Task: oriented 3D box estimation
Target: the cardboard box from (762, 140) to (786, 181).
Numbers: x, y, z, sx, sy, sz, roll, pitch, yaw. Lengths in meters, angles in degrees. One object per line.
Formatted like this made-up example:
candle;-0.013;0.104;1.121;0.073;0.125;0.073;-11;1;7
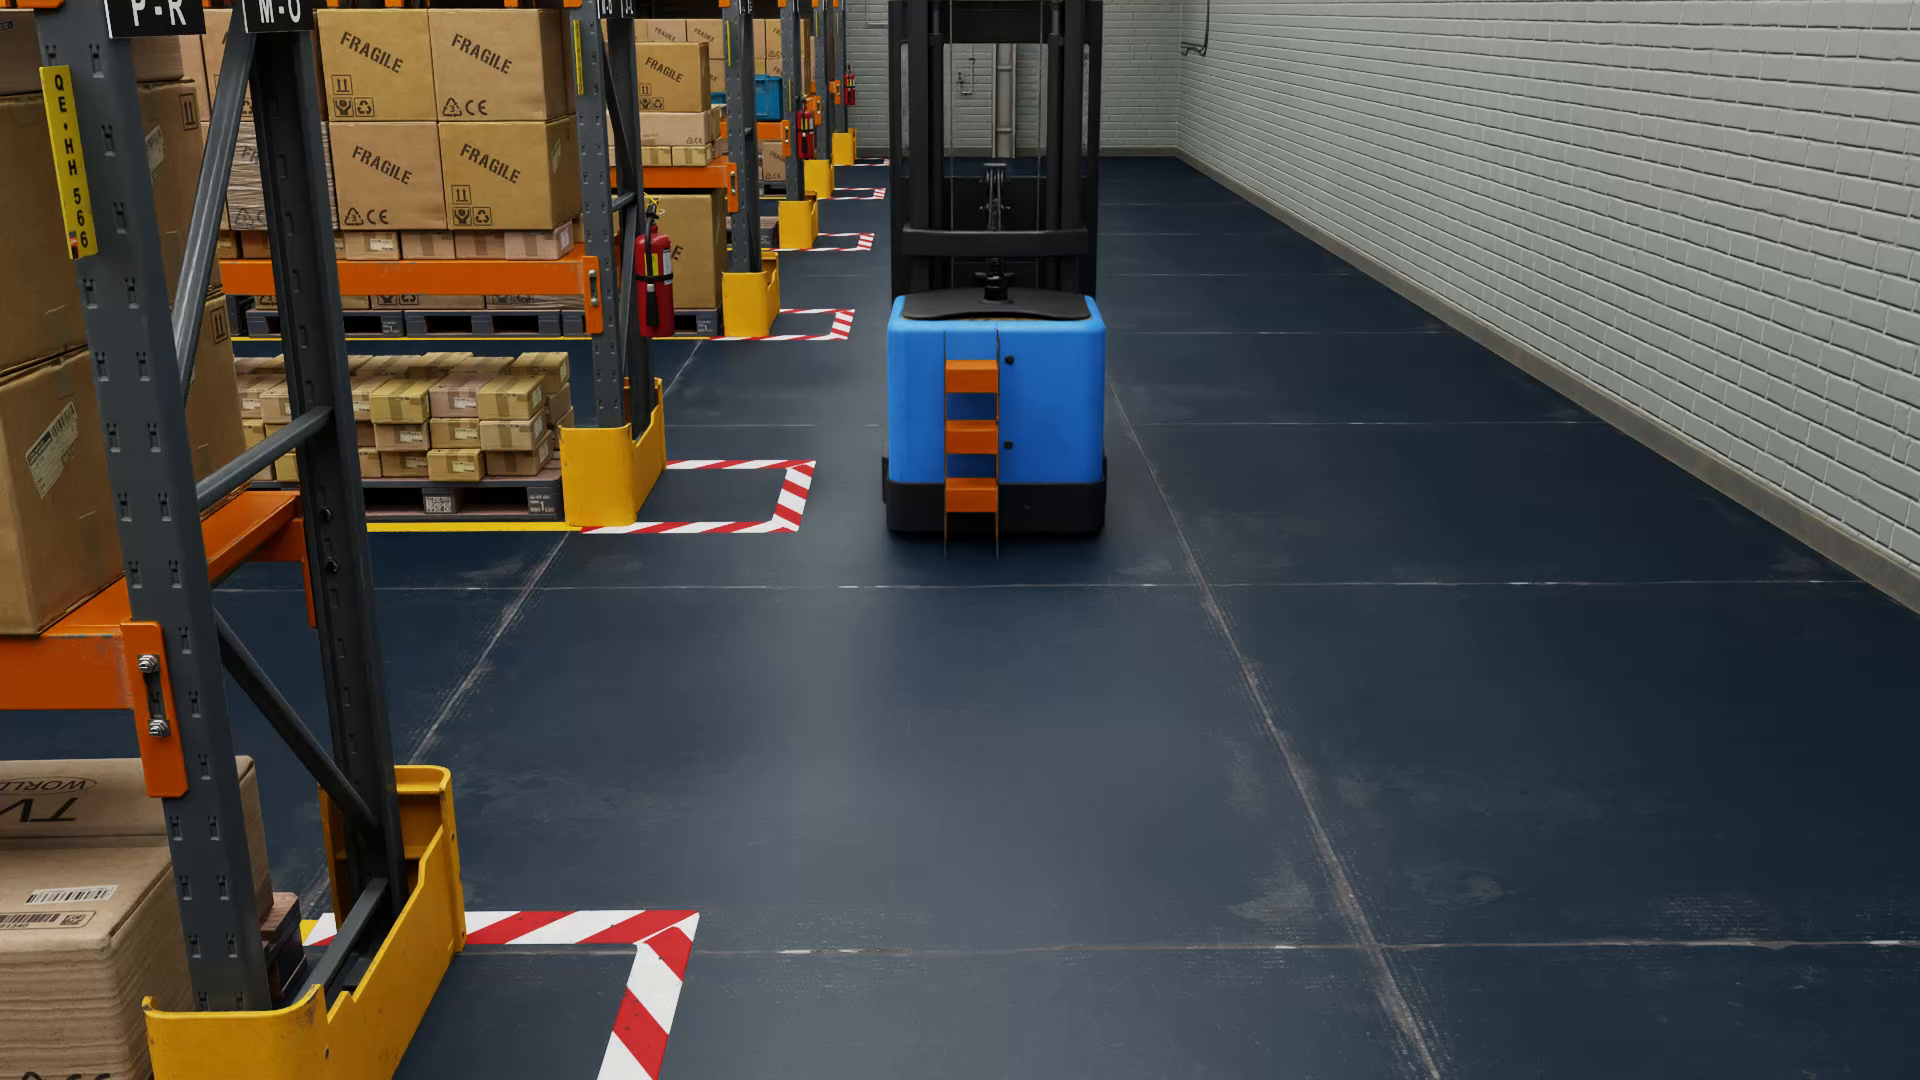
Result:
cardboard box;-2.400;-5.155;22.580;0.500;0.500;0.500;0;18;-1

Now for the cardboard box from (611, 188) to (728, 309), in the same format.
cardboard box;-2.347;-2.349;13.251;0.875;0.875;0.875;0;18;-1

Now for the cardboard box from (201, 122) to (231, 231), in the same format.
cardboard box;-3.697;-1.776;8.022;0.500;0.500;0.500;1;18;2

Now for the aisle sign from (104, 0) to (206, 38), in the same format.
aisle sign;-1.475;-1.305;2.950;0.004;0.787;0.394;0;18;-1

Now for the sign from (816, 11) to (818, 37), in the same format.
sign;-1.872;-6.746;21.754;0.005;0.325;0.100;0;18;-1

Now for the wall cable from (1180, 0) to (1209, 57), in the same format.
wall cable;3.718;-9.023;26.527;0.112;2.526;3.097;0;18;-1

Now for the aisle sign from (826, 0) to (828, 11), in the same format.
aisle sign;-1.797;-7.542;22.391;0.004;0.787;0.394;0;18;-1

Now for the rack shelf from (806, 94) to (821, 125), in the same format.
rack shelf;-3.860;-5.862;22.588;4.000;0.370;1.077;0;18;-1

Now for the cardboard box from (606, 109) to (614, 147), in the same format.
cardboard box;-2.696;-3.173;12.787;0.500;0.250;0.500;-1;18;-2

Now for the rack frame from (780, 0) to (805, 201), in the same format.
rack frame;-1.786;-4.701;17.792;0.127;3.000;1.000;0;18;-1

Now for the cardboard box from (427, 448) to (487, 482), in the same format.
cardboard box;-2.509;-0.417;8.417;0.250;0.149;0.380;0;18;1

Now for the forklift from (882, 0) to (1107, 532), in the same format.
forklift;0.179;-1.828;8.947;1.130;2.935;3.031;0;18;0

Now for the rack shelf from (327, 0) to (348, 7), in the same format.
rack shelf;-11.941;-8.764;26.725;4.000;0.370;1.077;0;18;-1

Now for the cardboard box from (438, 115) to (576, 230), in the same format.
cardboard box;-2.176;-1.781;8.040;0.500;0.500;0.500;0;18;0

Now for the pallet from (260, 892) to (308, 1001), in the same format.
pallet;-2.350;1.194;3.980;1.213;0.211;1.003;0;18;-1

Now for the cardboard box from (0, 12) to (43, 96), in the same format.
cardboard box;-1.907;-0.931;3.178;0.250;0.149;0.380;0;18;0

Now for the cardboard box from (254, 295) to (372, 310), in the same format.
cardboard box;-5.046;-2.336;13.210;0.875;0.875;0.875;0;18;-1

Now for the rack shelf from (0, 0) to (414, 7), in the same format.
rack shelf;-7.785;-5.758;17.353;4.000;0.370;1.077;0;18;-1

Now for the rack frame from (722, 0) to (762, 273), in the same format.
rack frame;-1.708;-3.188;13.076;0.127;3.000;1.000;0;18;-1

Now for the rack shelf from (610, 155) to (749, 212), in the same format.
rack shelf;-3.708;-2.836;13.156;4.000;0.370;1.077;0;18;-1

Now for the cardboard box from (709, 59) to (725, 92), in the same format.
cardboard box;-3.322;-6.172;22.213;0.500;0.500;0.500;0;18;0

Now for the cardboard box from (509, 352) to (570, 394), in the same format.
cardboard box;-2.260;-0.900;8.948;0.250;0.149;0.380;-1;18;-3

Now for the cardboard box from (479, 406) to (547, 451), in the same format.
cardboard box;-2.254;-0.567;8.398;0.250;0.149;0.380;-1;18;-2

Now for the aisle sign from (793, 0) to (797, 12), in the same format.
aisle sign;-1.710;-5.850;17.117;0.004;0.787;0.394;0;18;-1

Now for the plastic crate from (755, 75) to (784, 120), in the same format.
plastic crate;-2.118;-4.688;17.594;0.499;0.435;0.616;0;18;-1

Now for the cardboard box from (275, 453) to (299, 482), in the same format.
cardboard box;-3.276;-0.417;8.415;0.250;0.149;0.380;-1;18;-3

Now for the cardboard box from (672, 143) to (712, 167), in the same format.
cardboard box;-2.059;-2.966;12.796;0.250;0.149;0.380;0;18;0

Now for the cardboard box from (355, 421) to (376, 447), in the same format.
cardboard box;-3.044;-0.594;8.483;0.250;0.149;0.380;0;18;-2

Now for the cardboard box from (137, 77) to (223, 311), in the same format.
cardboard box;-2.036;-0.770;3.737;0.500;0.500;0.500;-1;18;-2

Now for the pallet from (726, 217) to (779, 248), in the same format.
pallet;-2.611;-3.381;18.242;1.213;0.211;1.003;0;18;-1

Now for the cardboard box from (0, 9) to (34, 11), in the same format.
cardboard box;-4.253;-2.247;7.854;0.500;0.500;0.500;0;18;0

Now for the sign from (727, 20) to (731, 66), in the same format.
sign;-1.713;-3.687;12.346;0.005;0.325;0.100;0;18;-1

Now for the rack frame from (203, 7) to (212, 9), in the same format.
rack frame;-9.860;-6.175;22.387;0.127;3.000;1.000;0;18;-1

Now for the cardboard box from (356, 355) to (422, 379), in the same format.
cardboard box;-3.034;-0.873;8.865;0.250;0.149;0.380;-1;18;-4

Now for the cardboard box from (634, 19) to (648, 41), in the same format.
cardboard box;-4.355;-6.640;22.034;0.500;0.500;0.500;-1;18;-2

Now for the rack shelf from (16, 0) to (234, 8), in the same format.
rack shelf;-3.551;-1.238;3.262;4.000;0.370;1.077;0;18;-1

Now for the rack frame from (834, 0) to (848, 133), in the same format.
rack frame;-1.943;-7.727;27.224;0.127;3.000;1.000;0;18;-1

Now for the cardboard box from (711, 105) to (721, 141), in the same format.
cardboard box;-2.192;-3.339;13.303;0.500;0.250;0.500;-1;18;-2

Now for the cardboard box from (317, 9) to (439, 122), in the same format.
cardboard box;-2.691;-2.258;7.887;0.500;0.500;0.500;-1;18;-3

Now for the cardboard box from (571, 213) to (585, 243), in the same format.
cardboard box;-2.060;-1.652;8.698;0.250;0.149;0.380;0;18;-1

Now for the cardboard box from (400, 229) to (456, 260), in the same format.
cardboard box;-2.552;-1.470;8.130;0.250;0.149;0.380;0;18;-1

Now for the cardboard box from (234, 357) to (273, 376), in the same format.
cardboard box;-3.825;-0.857;8.815;0.250;0.149;0.380;0;18;-1

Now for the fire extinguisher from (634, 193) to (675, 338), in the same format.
fire extinguisher;-1.472;-1.319;7.985;0.183;0.674;0.296;0;18;-1

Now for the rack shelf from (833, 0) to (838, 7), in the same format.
rack shelf;-3.942;-8.803;26.846;4.000;0.370;1.077;0;18;-1

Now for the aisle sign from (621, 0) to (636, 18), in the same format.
aisle sign;-1.663;-3.003;8.242;0.004;0.787;0.394;0;18;-1

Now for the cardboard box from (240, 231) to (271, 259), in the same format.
cardboard box;-3.342;-1.486;8.181;0.250;0.149;0.380;-1;18;-3

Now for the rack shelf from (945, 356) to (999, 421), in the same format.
rack shelf;0.052;-0.693;7.595;0.240;0.259;0.215;0;18;0

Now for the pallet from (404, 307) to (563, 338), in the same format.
pallet;-3.723;-1.828;13.400;1.213;0.211;1.003;0;18;-1

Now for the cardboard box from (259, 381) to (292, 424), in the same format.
cardboard box;-3.293;-0.695;8.309;0.250;0.149;0.380;0;18;1

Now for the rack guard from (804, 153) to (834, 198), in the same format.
rack guard;-1.937;-5.023;22.888;0.348;0.500;1.175;0;18;-1

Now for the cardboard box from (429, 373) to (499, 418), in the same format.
cardboard box;-2.508;-0.735;8.434;0.250;0.149;0.380;0;18;0

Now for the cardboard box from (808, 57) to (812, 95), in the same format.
cardboard box;-2.309;-6.340;22.737;0.500;0.500;0.500;0;18;0

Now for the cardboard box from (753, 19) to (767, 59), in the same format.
cardboard box;-2.807;-6.649;22.063;0.500;0.500;0.500;0;18;1

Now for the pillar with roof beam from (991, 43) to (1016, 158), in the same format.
pillar with roof beam;0.811;-9.546;23.073;0.400;9.000;9.100;0;18;-1

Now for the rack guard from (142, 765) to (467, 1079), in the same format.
rack guard;-1.528;1.028;4.023;0.348;0.500;1.175;0;18;-1

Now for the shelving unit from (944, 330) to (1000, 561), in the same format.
shelving unit;0.052;-0.433;7.679;0.252;1.050;0.215;0;18;0

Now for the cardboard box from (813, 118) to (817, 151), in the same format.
cardboard box;-2.641;-6.703;27.436;0.500;0.500;0.700;0;18;-1
